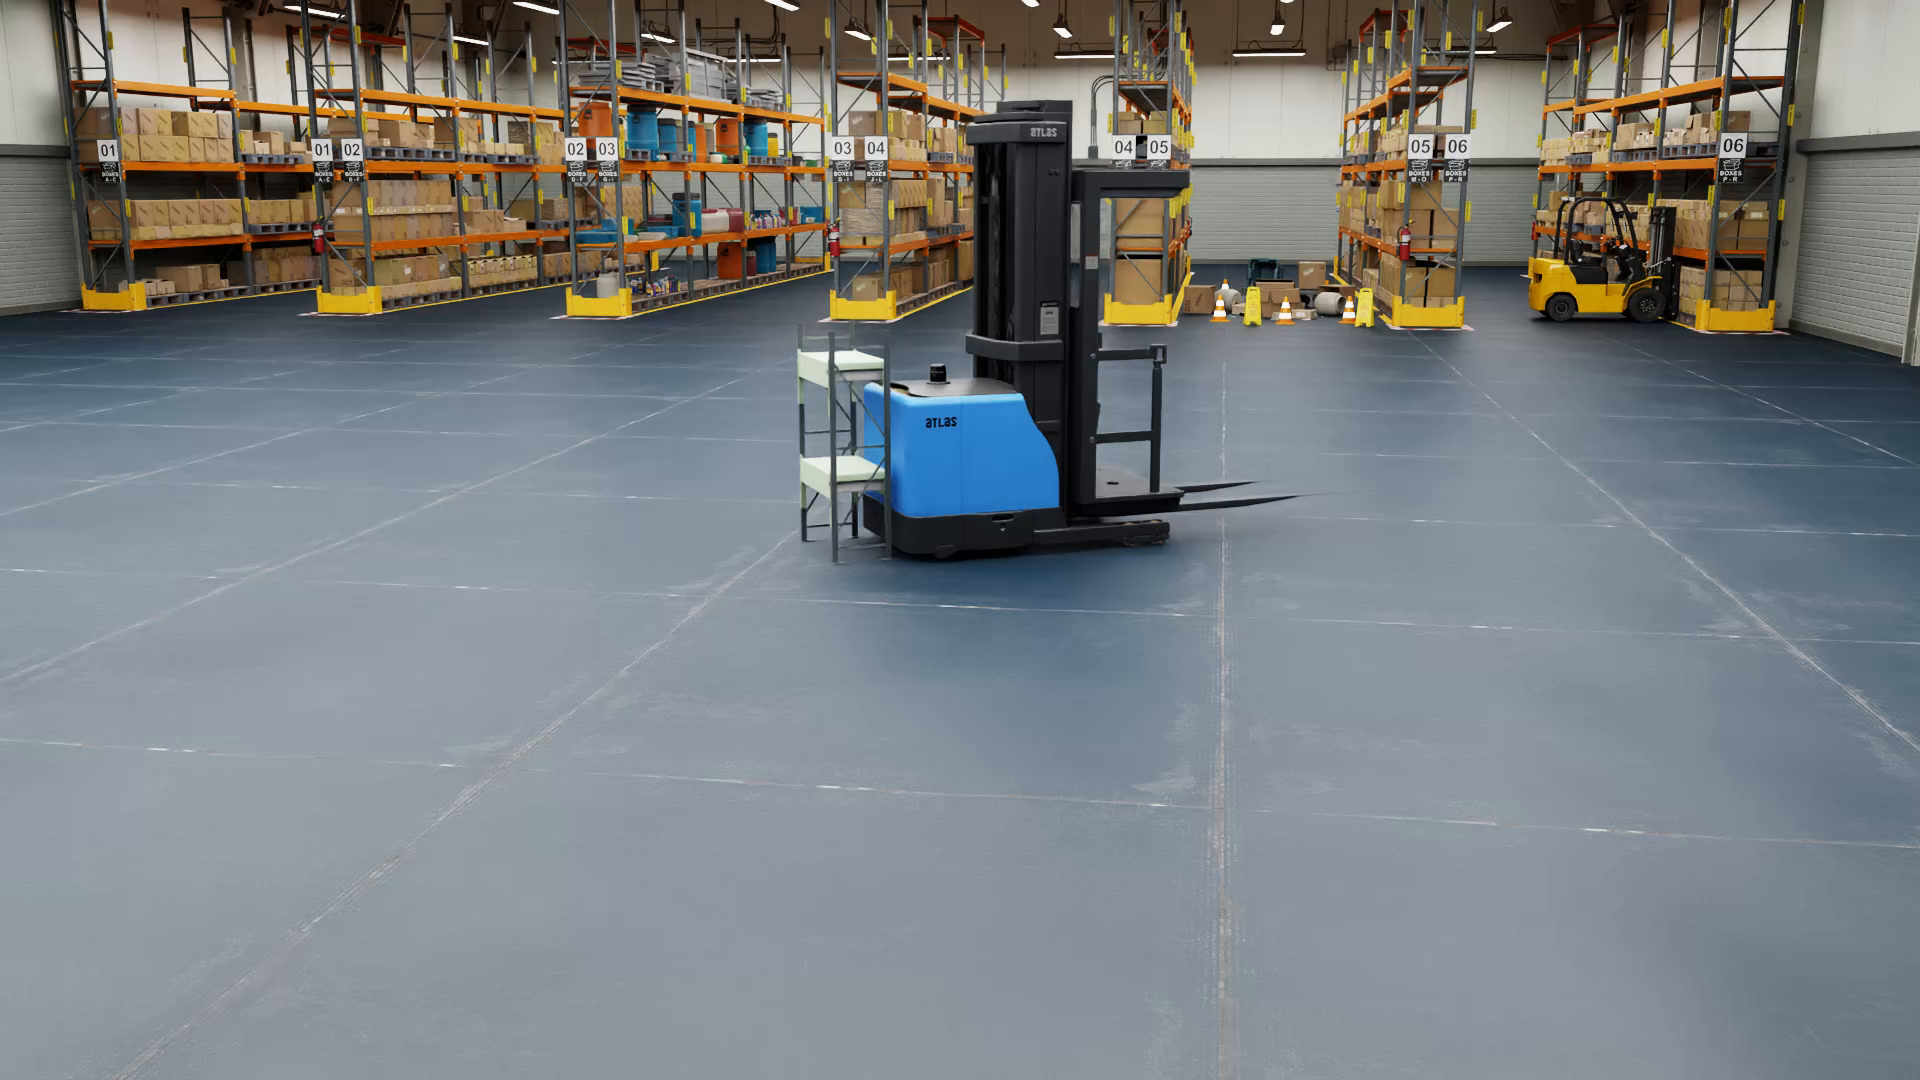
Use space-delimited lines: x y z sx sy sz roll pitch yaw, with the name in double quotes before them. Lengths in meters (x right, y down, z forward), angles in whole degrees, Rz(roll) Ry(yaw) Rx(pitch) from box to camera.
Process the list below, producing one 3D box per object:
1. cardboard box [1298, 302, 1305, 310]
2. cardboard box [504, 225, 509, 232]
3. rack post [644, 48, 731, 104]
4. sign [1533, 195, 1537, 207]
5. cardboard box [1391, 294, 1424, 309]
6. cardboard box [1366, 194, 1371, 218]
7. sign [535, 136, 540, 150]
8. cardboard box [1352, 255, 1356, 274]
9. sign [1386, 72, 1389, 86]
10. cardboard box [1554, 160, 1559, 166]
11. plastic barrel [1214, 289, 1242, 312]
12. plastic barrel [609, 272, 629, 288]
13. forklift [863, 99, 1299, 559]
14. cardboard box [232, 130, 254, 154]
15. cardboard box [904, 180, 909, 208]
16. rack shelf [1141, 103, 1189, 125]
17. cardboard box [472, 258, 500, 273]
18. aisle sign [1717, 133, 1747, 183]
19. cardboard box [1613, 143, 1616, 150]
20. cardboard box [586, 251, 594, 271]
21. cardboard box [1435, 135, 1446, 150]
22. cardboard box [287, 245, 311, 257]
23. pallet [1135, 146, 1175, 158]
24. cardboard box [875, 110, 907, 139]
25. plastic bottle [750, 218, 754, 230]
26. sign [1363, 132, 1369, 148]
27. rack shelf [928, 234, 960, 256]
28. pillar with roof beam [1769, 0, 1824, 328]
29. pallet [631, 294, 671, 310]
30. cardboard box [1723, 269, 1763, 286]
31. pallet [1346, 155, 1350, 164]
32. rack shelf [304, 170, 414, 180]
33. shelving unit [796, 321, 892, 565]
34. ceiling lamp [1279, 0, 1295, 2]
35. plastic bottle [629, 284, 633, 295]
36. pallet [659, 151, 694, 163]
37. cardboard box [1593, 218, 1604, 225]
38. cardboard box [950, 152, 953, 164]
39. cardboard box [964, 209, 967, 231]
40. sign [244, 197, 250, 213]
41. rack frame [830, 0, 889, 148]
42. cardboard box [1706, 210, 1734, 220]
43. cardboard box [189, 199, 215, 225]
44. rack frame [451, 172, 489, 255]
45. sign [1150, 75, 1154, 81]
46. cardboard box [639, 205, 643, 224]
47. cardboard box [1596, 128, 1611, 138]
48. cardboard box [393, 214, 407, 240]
"cardboard box" 6.398 -4.539 31.927 0.258 0.266 0.396 -7 14 -30
"cardboard box" -10.462 -7.061 37.736 0.380 0.149 0.250 3 12 13
"rack post" -5.825 -9.901 35.600 1.013 1.000 3.121 2 12 9
"sign" 14.858 -8.755 42.942 0.100 0.325 0.005 2 12 9
"cardboard box" 7.891 -4.186 29.329 0.500 0.250 0.500 2 12 8
"cardboard box" 8.961 -7.122 35.481 0.500 0.500 0.500 2 12 7
"sign" -9.774 -9.190 38.480 0.100 0.325 0.005 2 12 9
"cardboard box" 10.077 -6.721 40.647 0.875 0.438 0.875 2 12 8
"sign" 11.023 -11.881 42.860 0.100 0.325 0.005 2 12 9
"cardboard box" 14.750 -9.231 40.682 0.380 0.149 0.250 2 12 10
"plastic barrel" 5.078 -4.570 31.695 0.421 0.421 0.512 -10 16 -40
"plastic barrel" -6.555 -4.858 31.823 0.421 0.512 0.421 0 12 0
"forklift" 0.895 -1.483 11.415 3.031 2.935 1.130 -5 13 -21
"cardboard box" -15.669 -8.610 35.972 0.500 0.500 0.500 4 13 17
"cardboard box" -1.250 -6.461 31.037 0.500 0.500 0.500 2 12 9
"rack shelf" 4.660 -9.750 38.031 1.077 0.370 4.000 2 12 9
"cardboard box" -10.466 -6.044 36.617 0.500 0.311 0.500 1 12 7
"aisle sign" 12.633 -6.250 27.204 0.394 0.787 0.004 2 12 9
"cardboard box" 13.810 -8.192 34.587 0.380 0.166 0.250 2 12 9
"cardboard box" -9.583 -7.063 42.034 0.500 0.500 0.500 2 12 9
"cardboard box" 8.369 -6.778 28.353 0.500 0.250 0.500 2 12 8
"cardboard box" -15.425 -6.703 38.584 0.500 0.250 0.500 2 12 10
"pallet" 3.411 -7.115 30.479 1.003 0.211 1.213 2 12 9
"cardboard box" -1.268 -7.670 30.712 0.500 0.500 0.500 2 12 8
"plastic bottle" -4.905 -7.436 39.153 0.061 0.283 0.133 2 12 9
"sign" 8.712 -8.586 35.679 0.100 0.325 0.005 2 12 9
"rack shelf" -0.841 -6.362 35.601 1.077 0.370 4.000 2 12 9
"pillar with roof beam" 9.678 -8.171 28.049 9.100 9.000 0.400 2 12 9
"pallet" -6.372 -4.701 32.807 1.003 0.211 1.213 2 12 9
"cardboard box" 13.195 -4.427 28.073 0.500 0.250 0.500 2 12 8
"pallet" 10.200 -9.488 41.488 1.003 0.211 1.213 2 12 9
"rack shelf" -14.909 -9.142 41.382 1.077 0.370 4.000 2 12 9
"shelving unit" -0.770 -0.662 11.003 0.431 1.500 0.755 -5 13 -21
"ceiling lamp" 6.465 -11.805 31.055 0.800 3.185 2.000 2 12 9
"plastic bottle" -6.574 -4.989 33.120 0.097 0.201 0.097 0 12 0
"pallet" -6.057 -7.678 33.330 1.213 0.211 1.003 2 12 9
"cardboard box" 13.886 -6.880 35.899 0.380 0.149 0.250 2 12 10
"cardboard box" -0.427 -8.312 36.179 0.500 0.250 0.500 2 12 8
"cardboard box" -0.113 -7.378 38.373 0.500 0.500 0.500 2 12 7
"sign" -15.294 -7.186 35.662 0.100 0.325 0.005 2 12 9
"rack frame" -1.764 -8.397 29.097 1.000 3.000 0.127 2 12 9
"cardboard box" 12.710 -5.431 27.795 0.380 0.149 0.250 2 12 9
"cardboard box" -15.758 -6.765 34.291 0.500 0.500 0.500 2 12 7
"rack frame" -13.986 -9.277 47.418 1.000 3.000 0.127 2 12 9
"sign" 5.046 -12.059 43.684 0.100 0.325 0.005 2 12 9
"cardboard box" -8.967 -8.956 45.691 0.500 0.500 0.500 2 12 9
"cardboard box" 14.792 -9.305 38.102 0.396 0.266 0.258 2 12 9
"cardboard box" -11.309 -6.144 32.647 0.700 0.500 0.500 2 12 9
